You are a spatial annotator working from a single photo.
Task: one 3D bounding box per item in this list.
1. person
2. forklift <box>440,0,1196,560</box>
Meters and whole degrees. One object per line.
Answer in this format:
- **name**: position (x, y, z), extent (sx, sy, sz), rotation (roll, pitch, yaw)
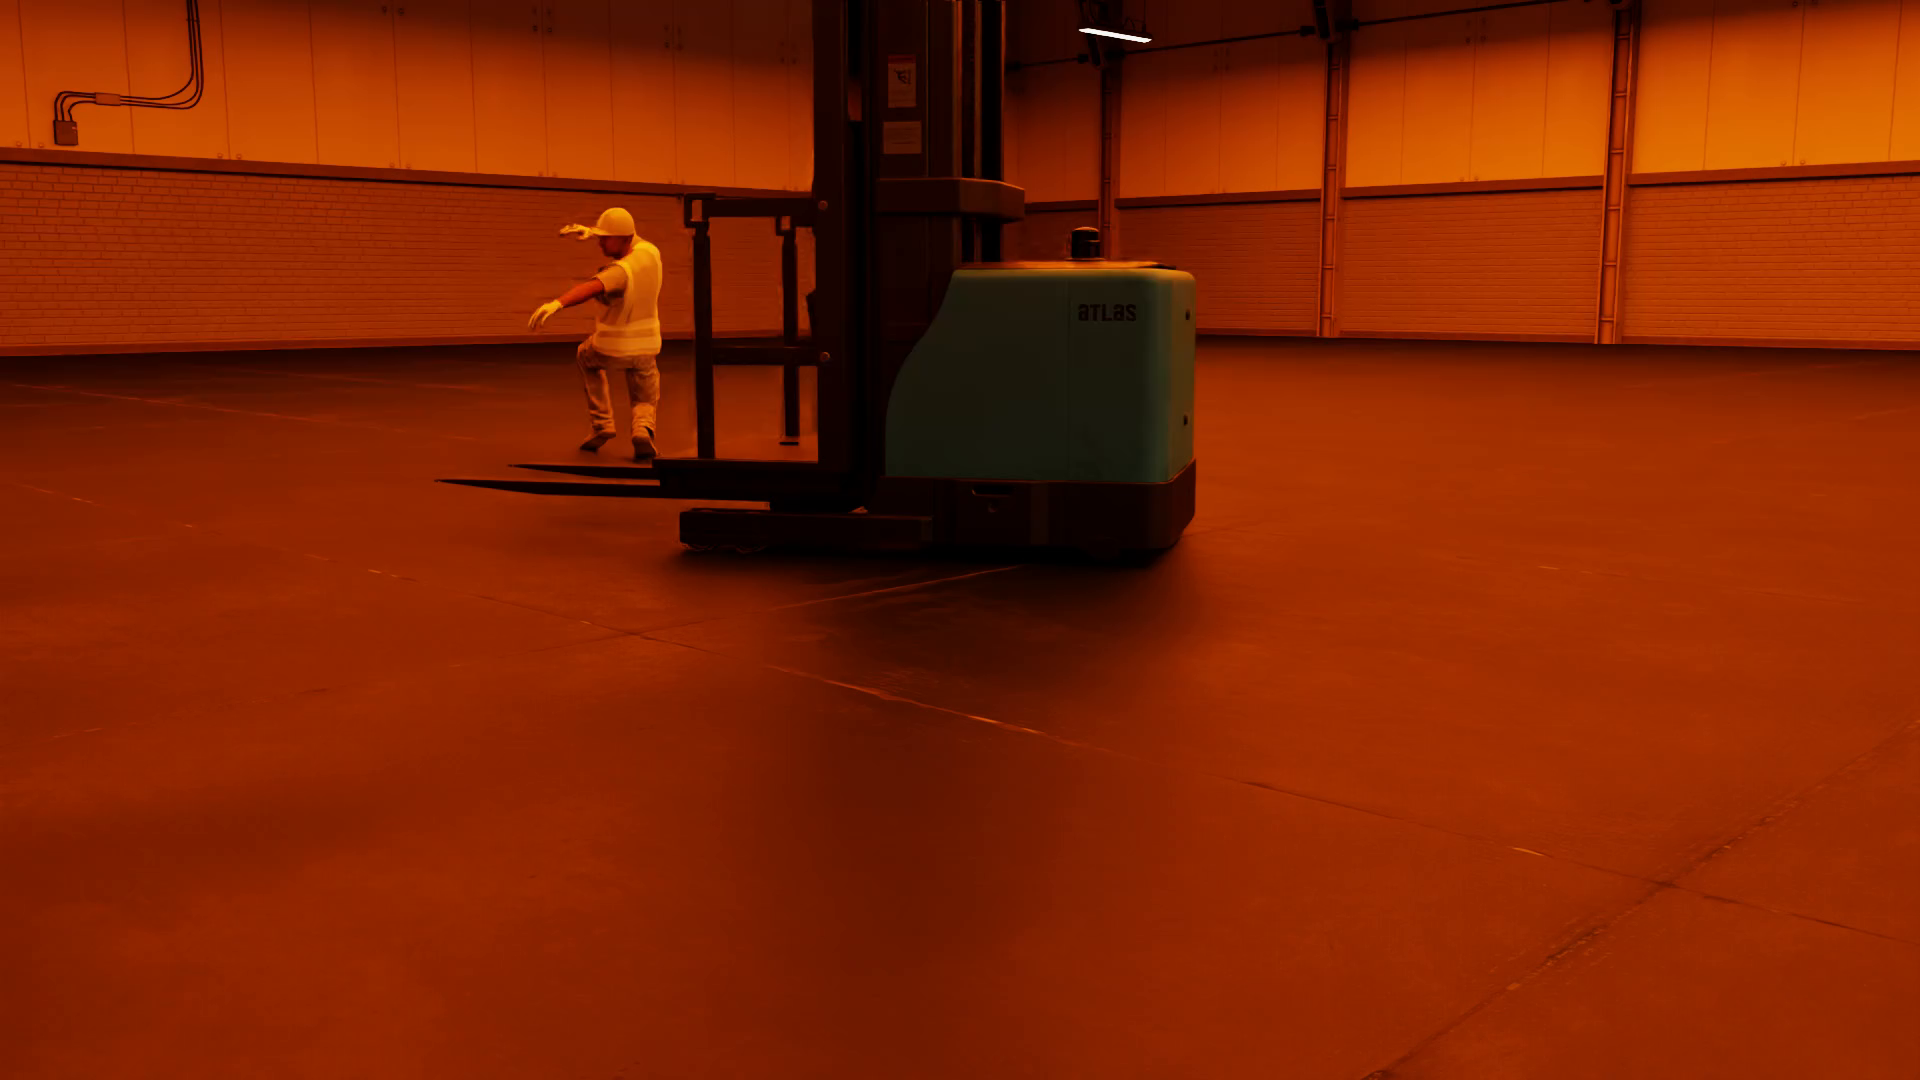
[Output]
- **person**: position (-2.284, -1.242, 10.009), extent (1.000, 1.484, 0.982), rotation (-7, 11, -38)
- **forklift**: position (-0.599, -1.470, 6.637), extent (3.031, 2.935, 1.130), rotation (2, 9, 14)
